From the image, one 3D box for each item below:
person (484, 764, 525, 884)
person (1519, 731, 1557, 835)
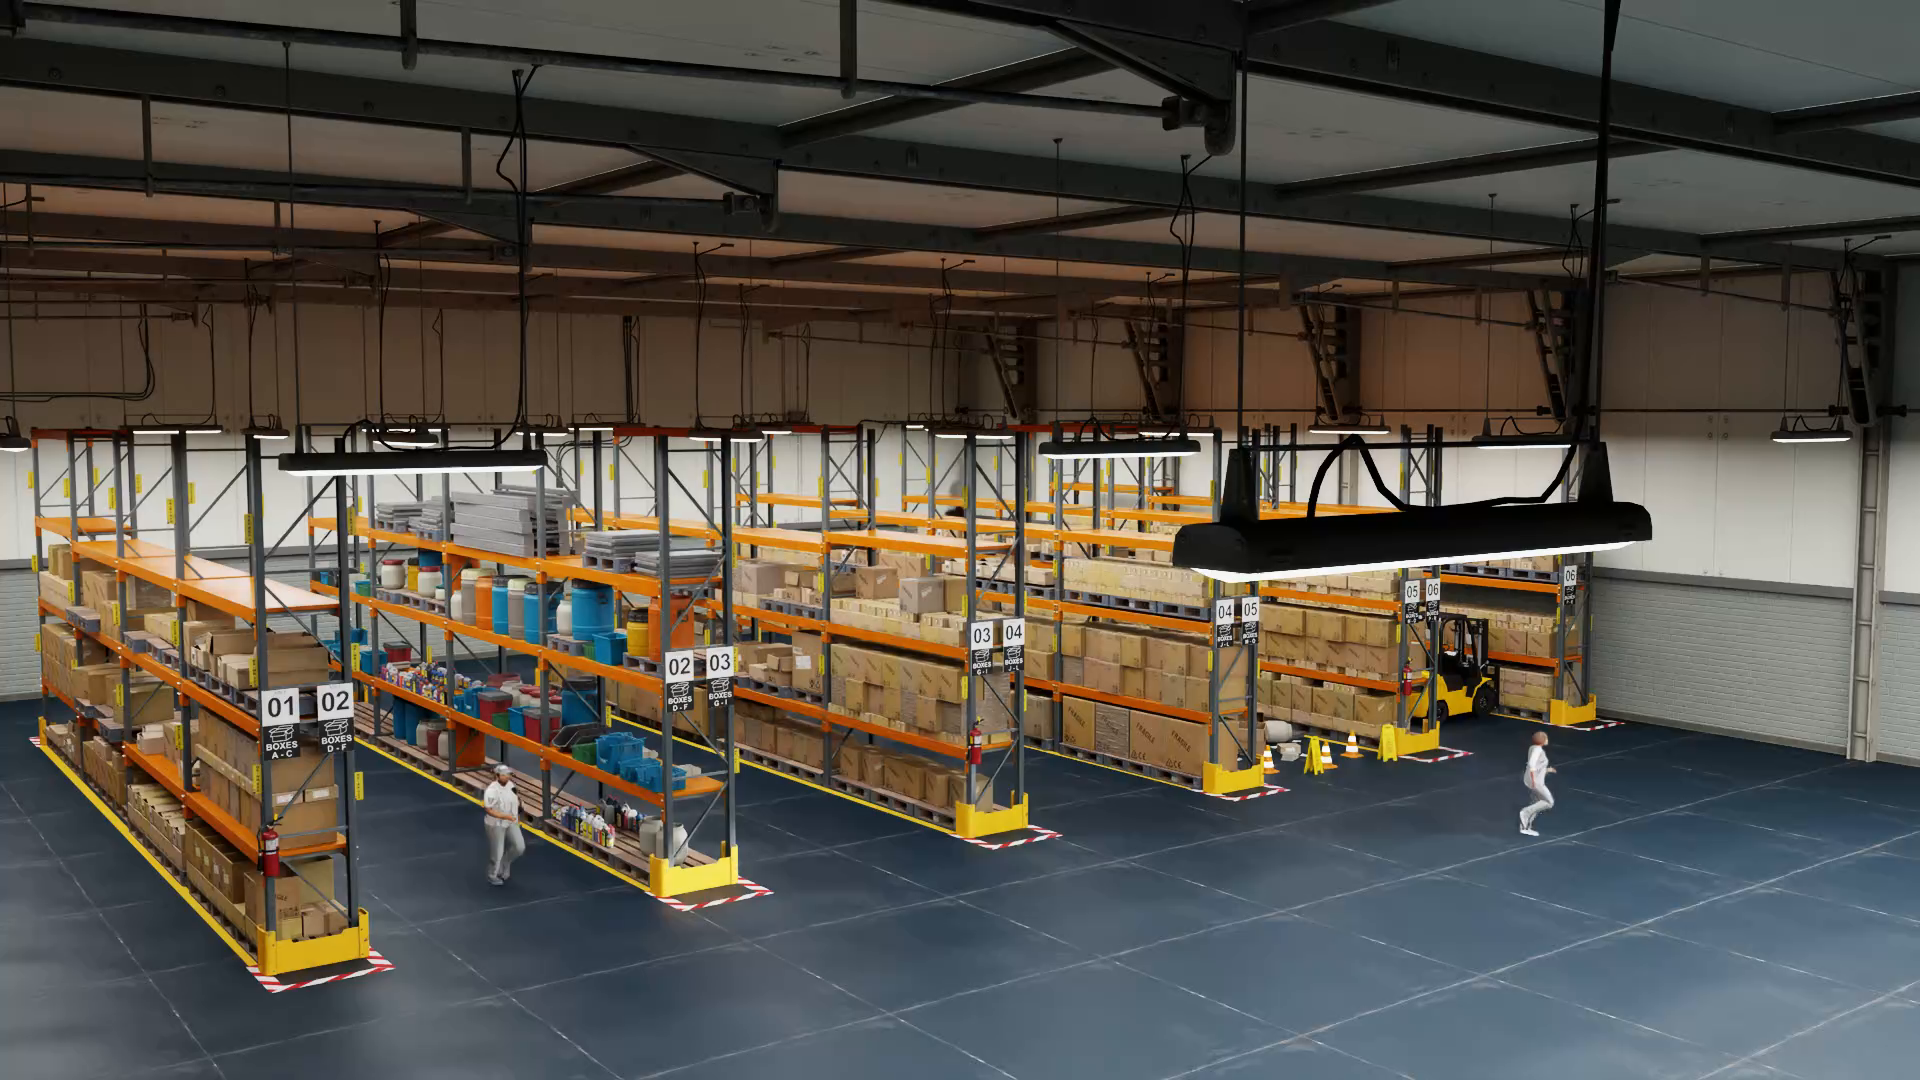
[{"bbox_3d":[-6.051,3.780,22.099,0.667,1.620,0.584,3,6,36],"label":"person"},{"bbox_3d":[8.598,3.619,24.719,0.561,1.551,0.530,0,4,3],"label":"person"}]
